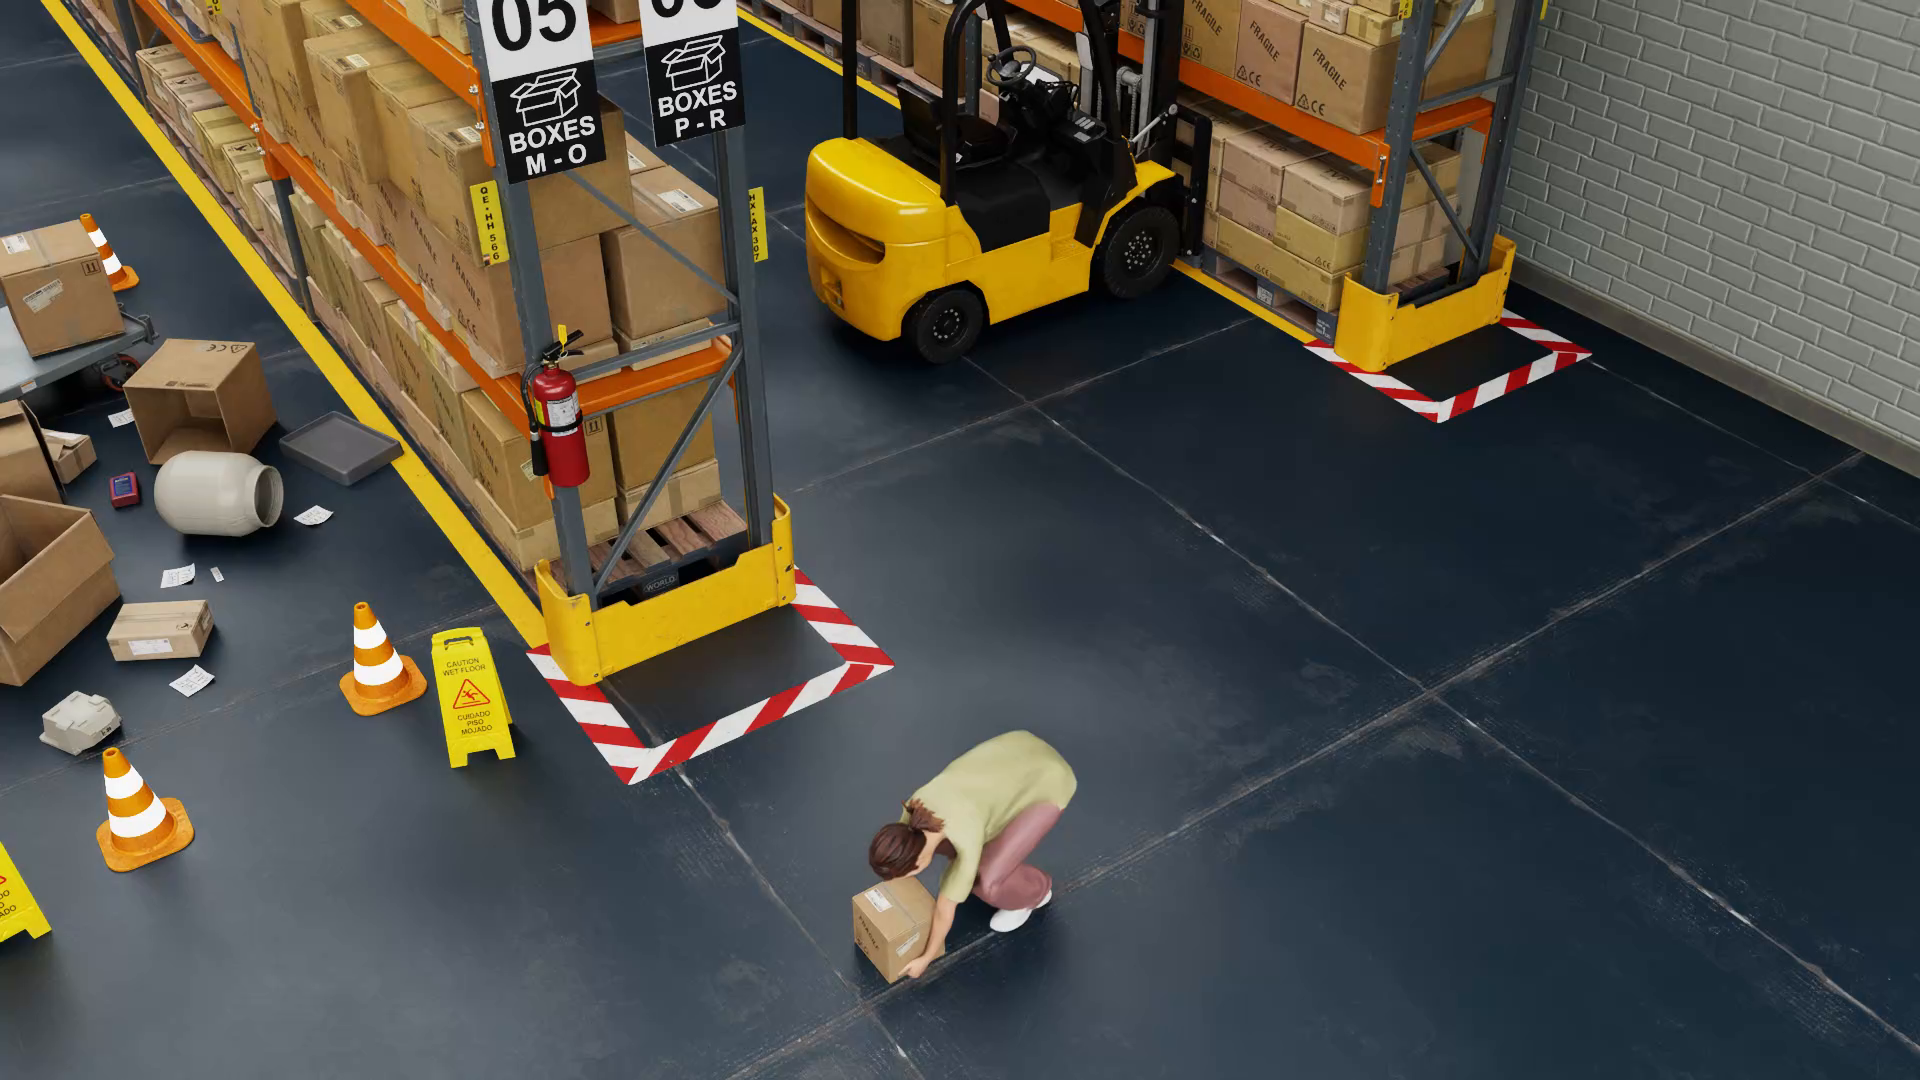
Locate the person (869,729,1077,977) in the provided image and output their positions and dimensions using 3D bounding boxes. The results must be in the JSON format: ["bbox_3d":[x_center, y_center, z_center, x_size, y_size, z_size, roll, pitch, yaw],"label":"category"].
[{"bbox_3d":[0.038,1.154,6.241,0.867,0.755,0.466,-24,43,-29],"label":"person"}]
